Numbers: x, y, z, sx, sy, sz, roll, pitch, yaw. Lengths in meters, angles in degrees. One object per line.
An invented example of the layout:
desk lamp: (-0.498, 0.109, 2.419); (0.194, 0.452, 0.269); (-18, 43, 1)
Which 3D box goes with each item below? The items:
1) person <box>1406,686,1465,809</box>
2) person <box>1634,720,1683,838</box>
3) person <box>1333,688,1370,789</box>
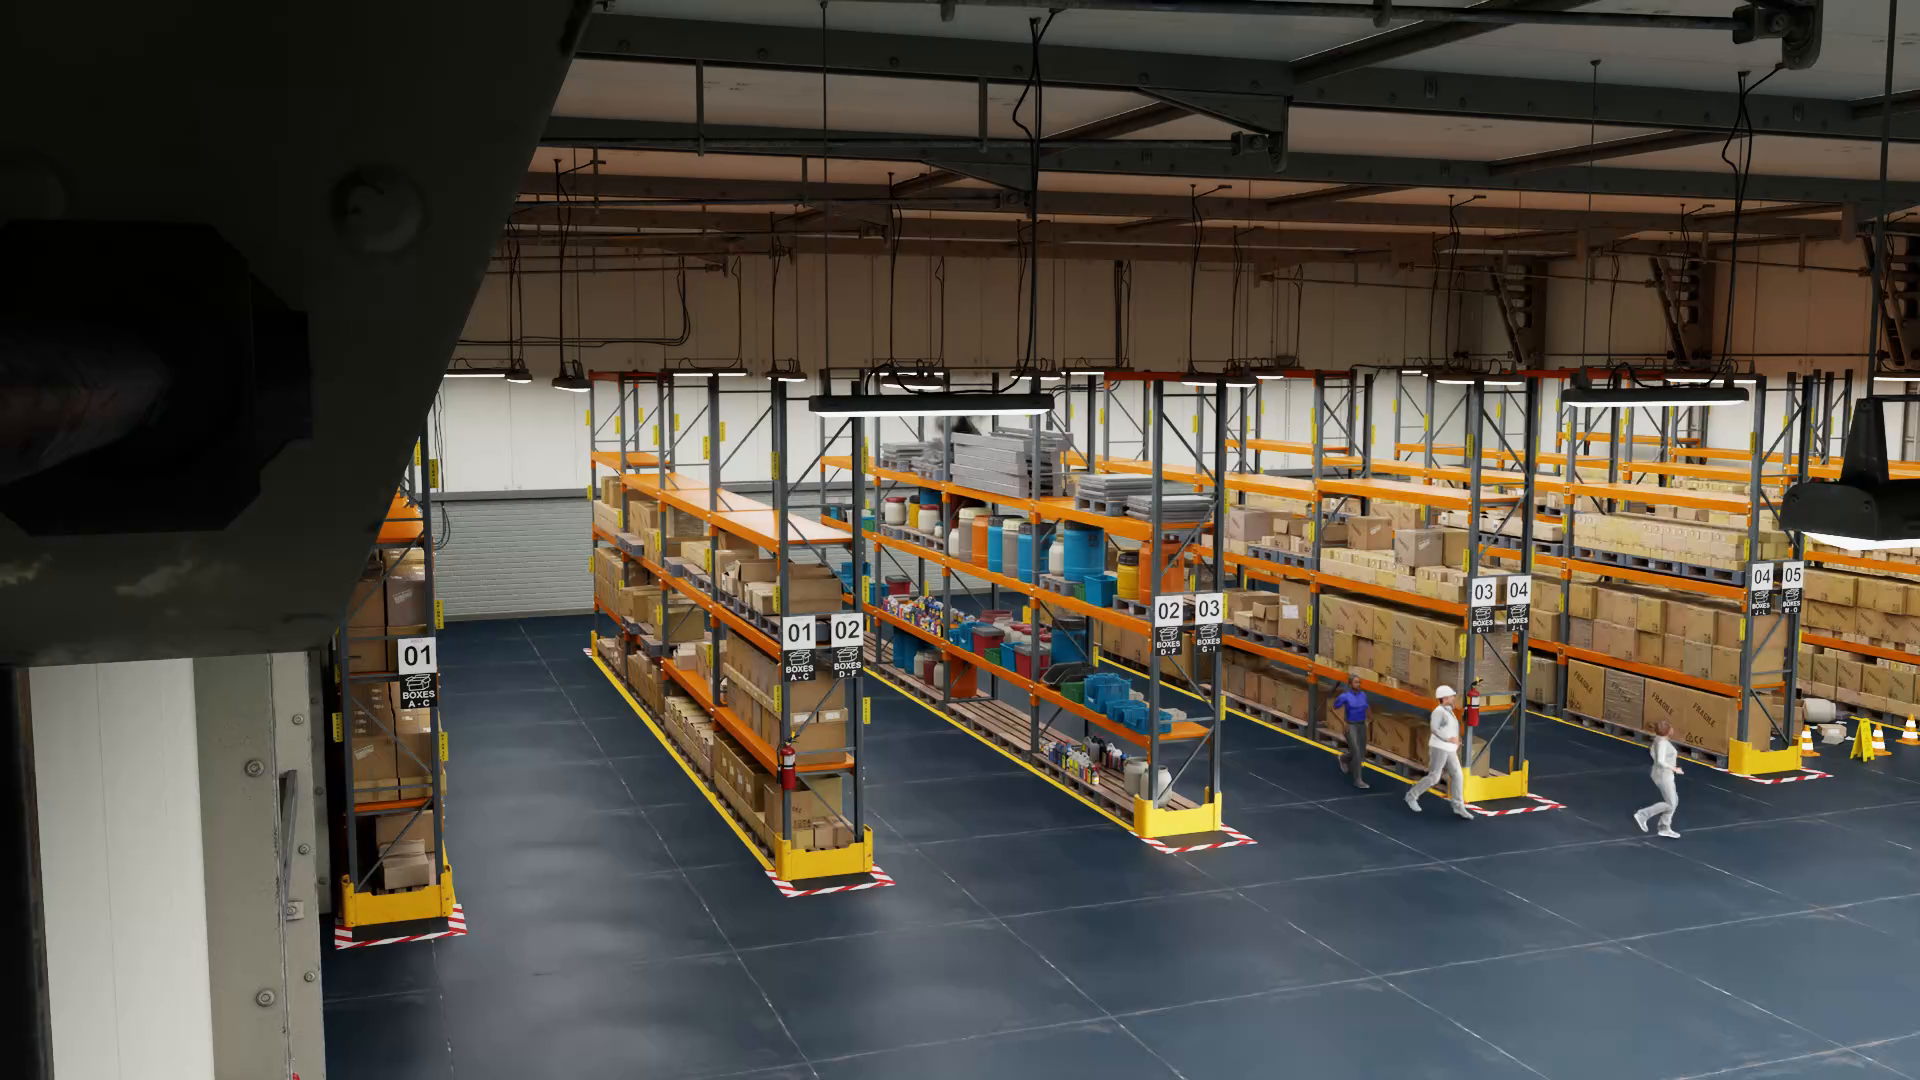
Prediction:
person: (6.652, 2.847, 22.978); (0.772, 1.681, 0.706); (5, 8, 35)
person: (9.189, 3.127, 21.852); (0.587, 1.557, 0.544); (2, 7, 16)
person: (5.791, 2.891, 24.527); (0.547, 1.417, 0.834); (-3, 7, -24)
